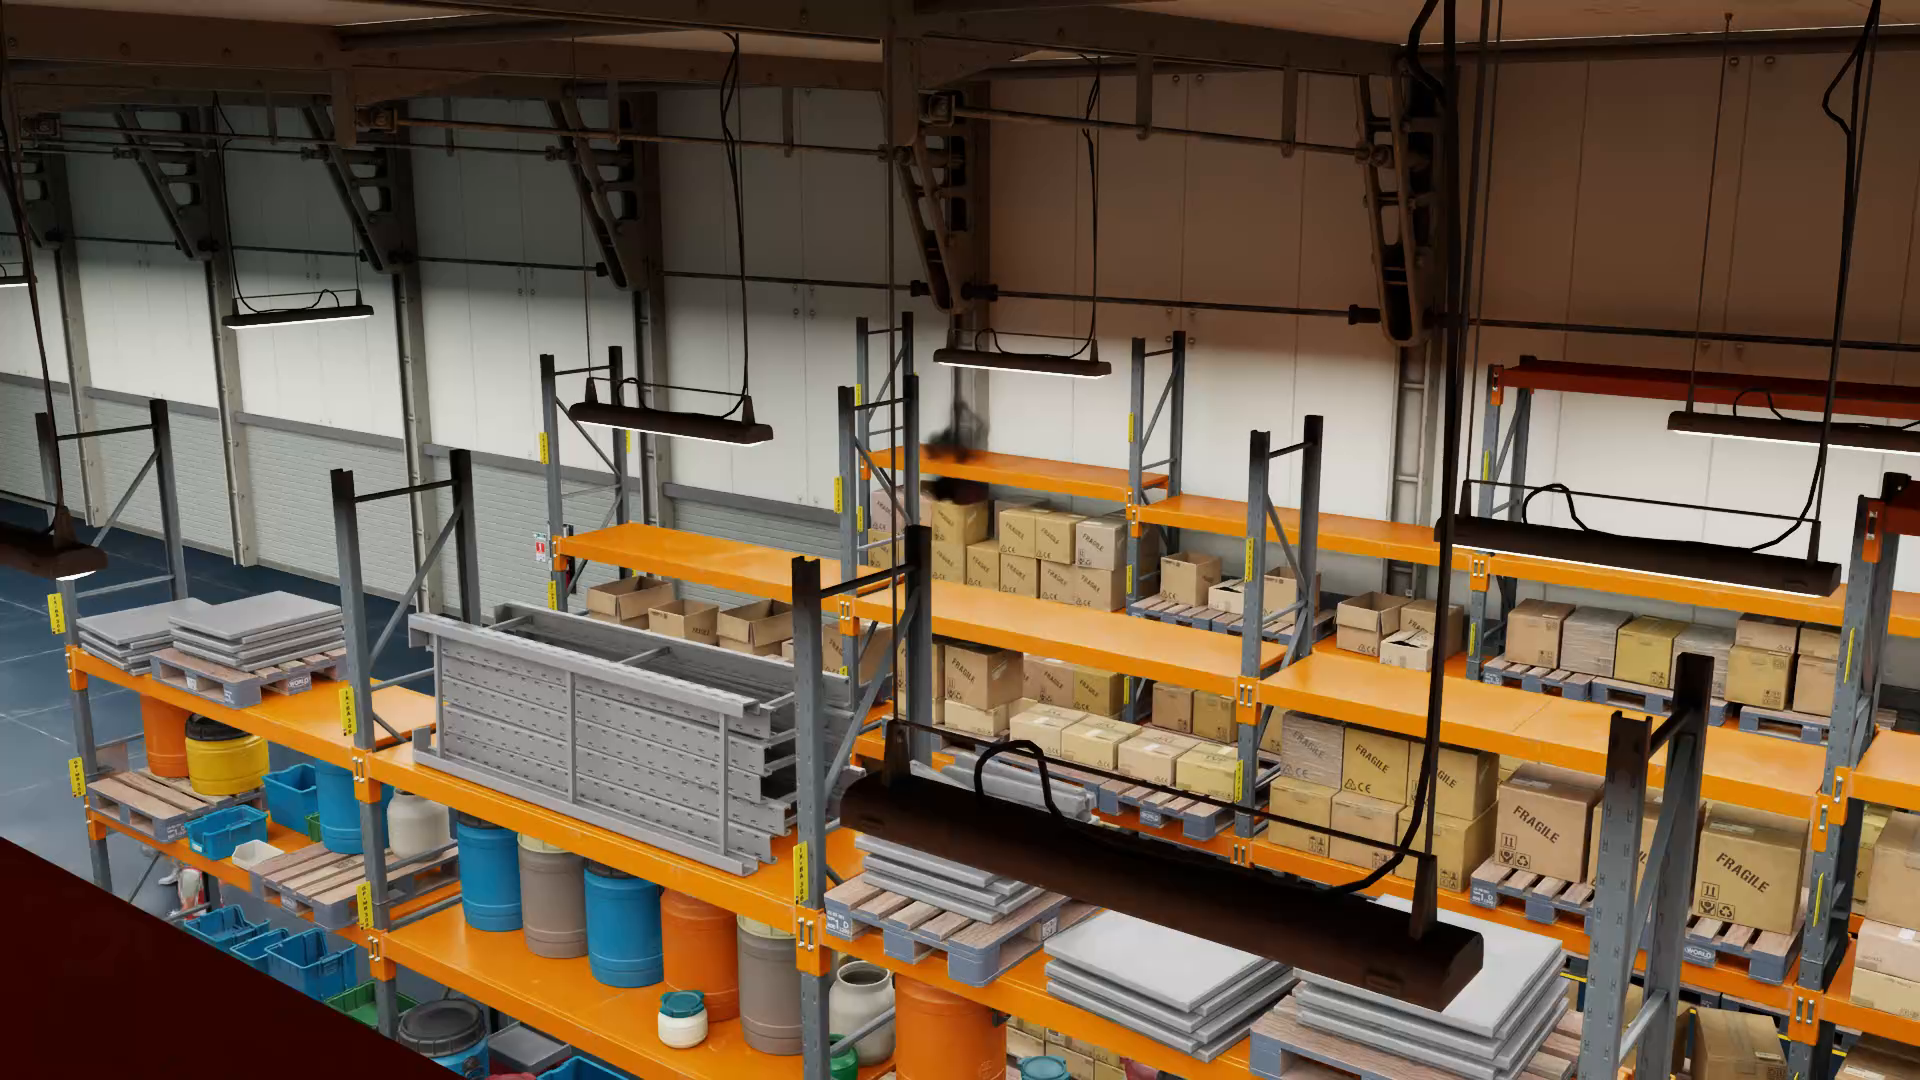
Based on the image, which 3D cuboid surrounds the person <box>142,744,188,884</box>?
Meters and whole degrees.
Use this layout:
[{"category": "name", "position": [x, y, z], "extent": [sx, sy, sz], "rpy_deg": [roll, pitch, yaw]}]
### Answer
[{"category": "person", "position": [-8.856, 3.011, 18.494], "extent": [0.582, 1.723, 0.700], "rpy_deg": [-7, 15, -27]}]

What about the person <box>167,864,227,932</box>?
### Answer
[{"category": "person", "position": [-7.273, 3.598, 15.952], "extent": [0.597, 1.749, 0.702], "rpy_deg": [2, 13, 8]}]
